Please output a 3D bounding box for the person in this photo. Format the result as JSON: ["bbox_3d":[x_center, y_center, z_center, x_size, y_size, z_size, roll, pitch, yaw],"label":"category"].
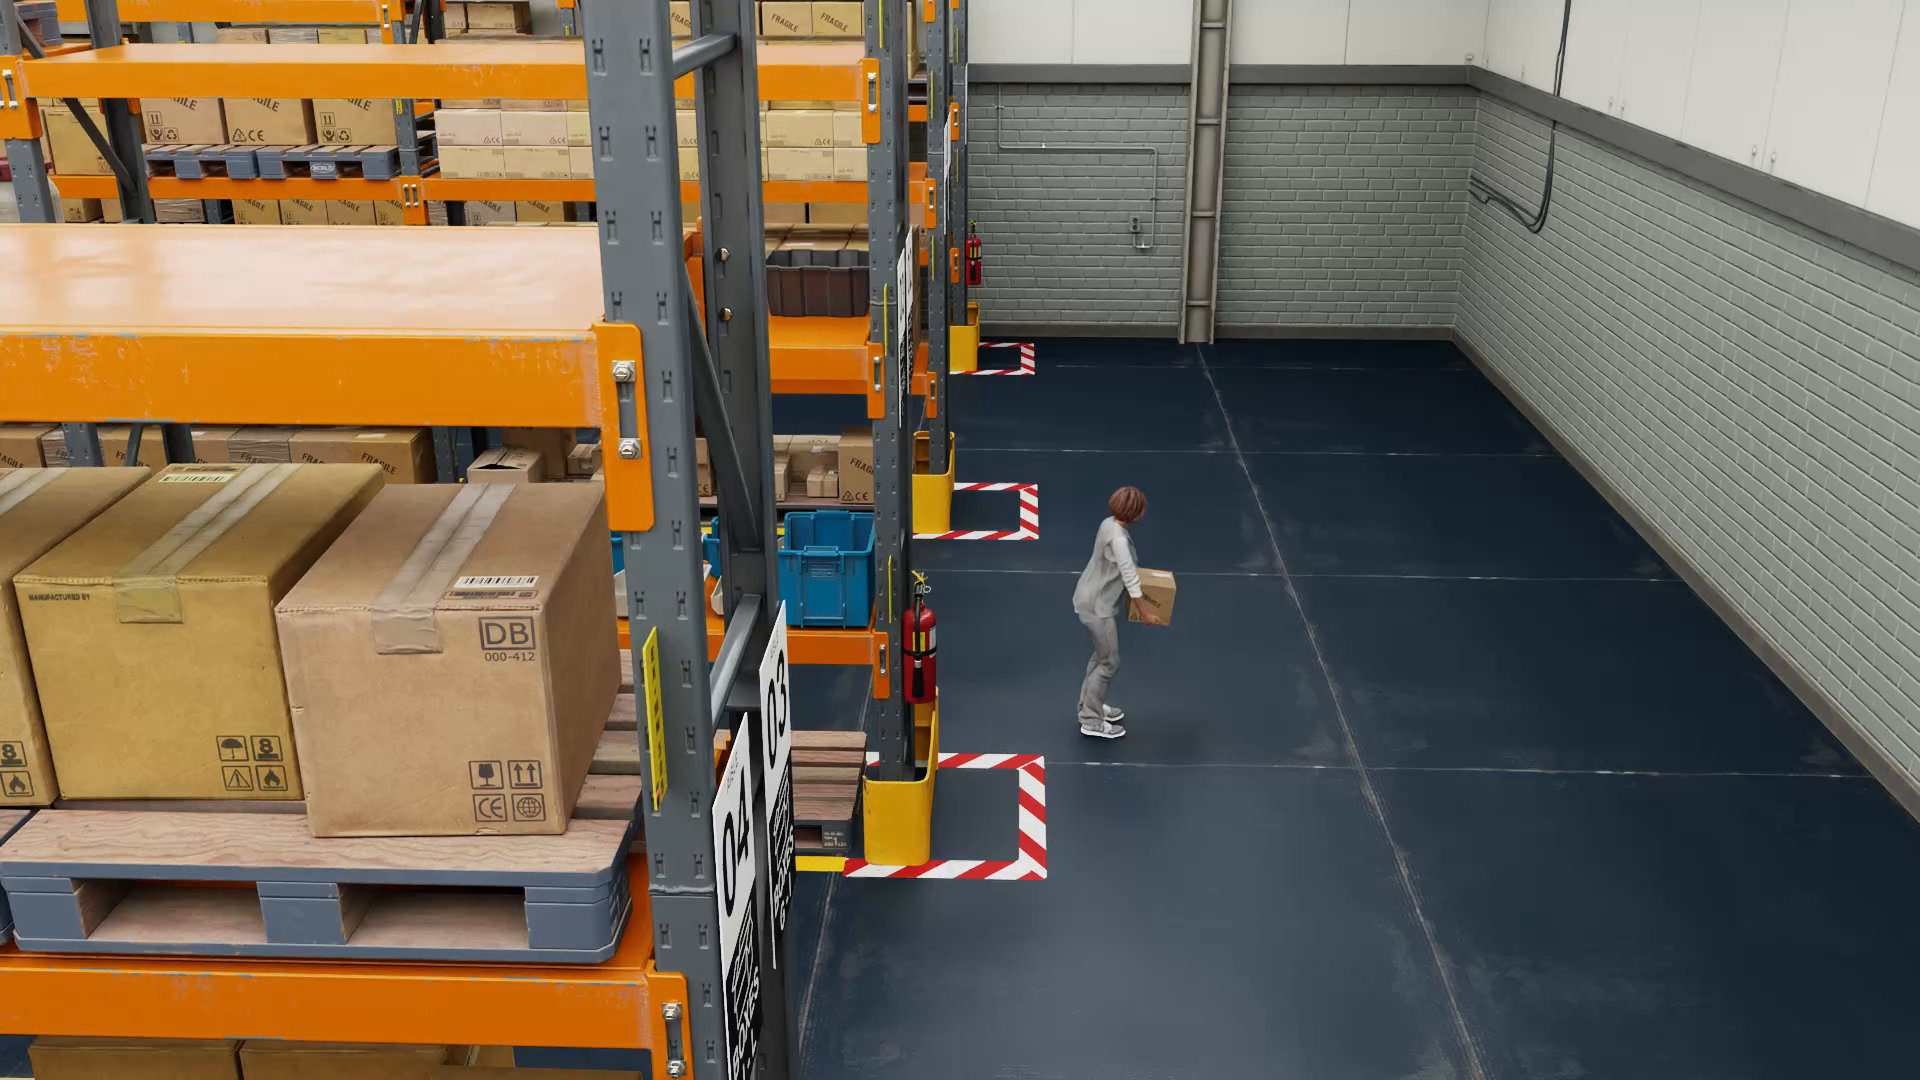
[{"bbox_3d":[0.944,0.424,10.036,0.527,1.576,0.374,0,21,1],"label":"person"}]
